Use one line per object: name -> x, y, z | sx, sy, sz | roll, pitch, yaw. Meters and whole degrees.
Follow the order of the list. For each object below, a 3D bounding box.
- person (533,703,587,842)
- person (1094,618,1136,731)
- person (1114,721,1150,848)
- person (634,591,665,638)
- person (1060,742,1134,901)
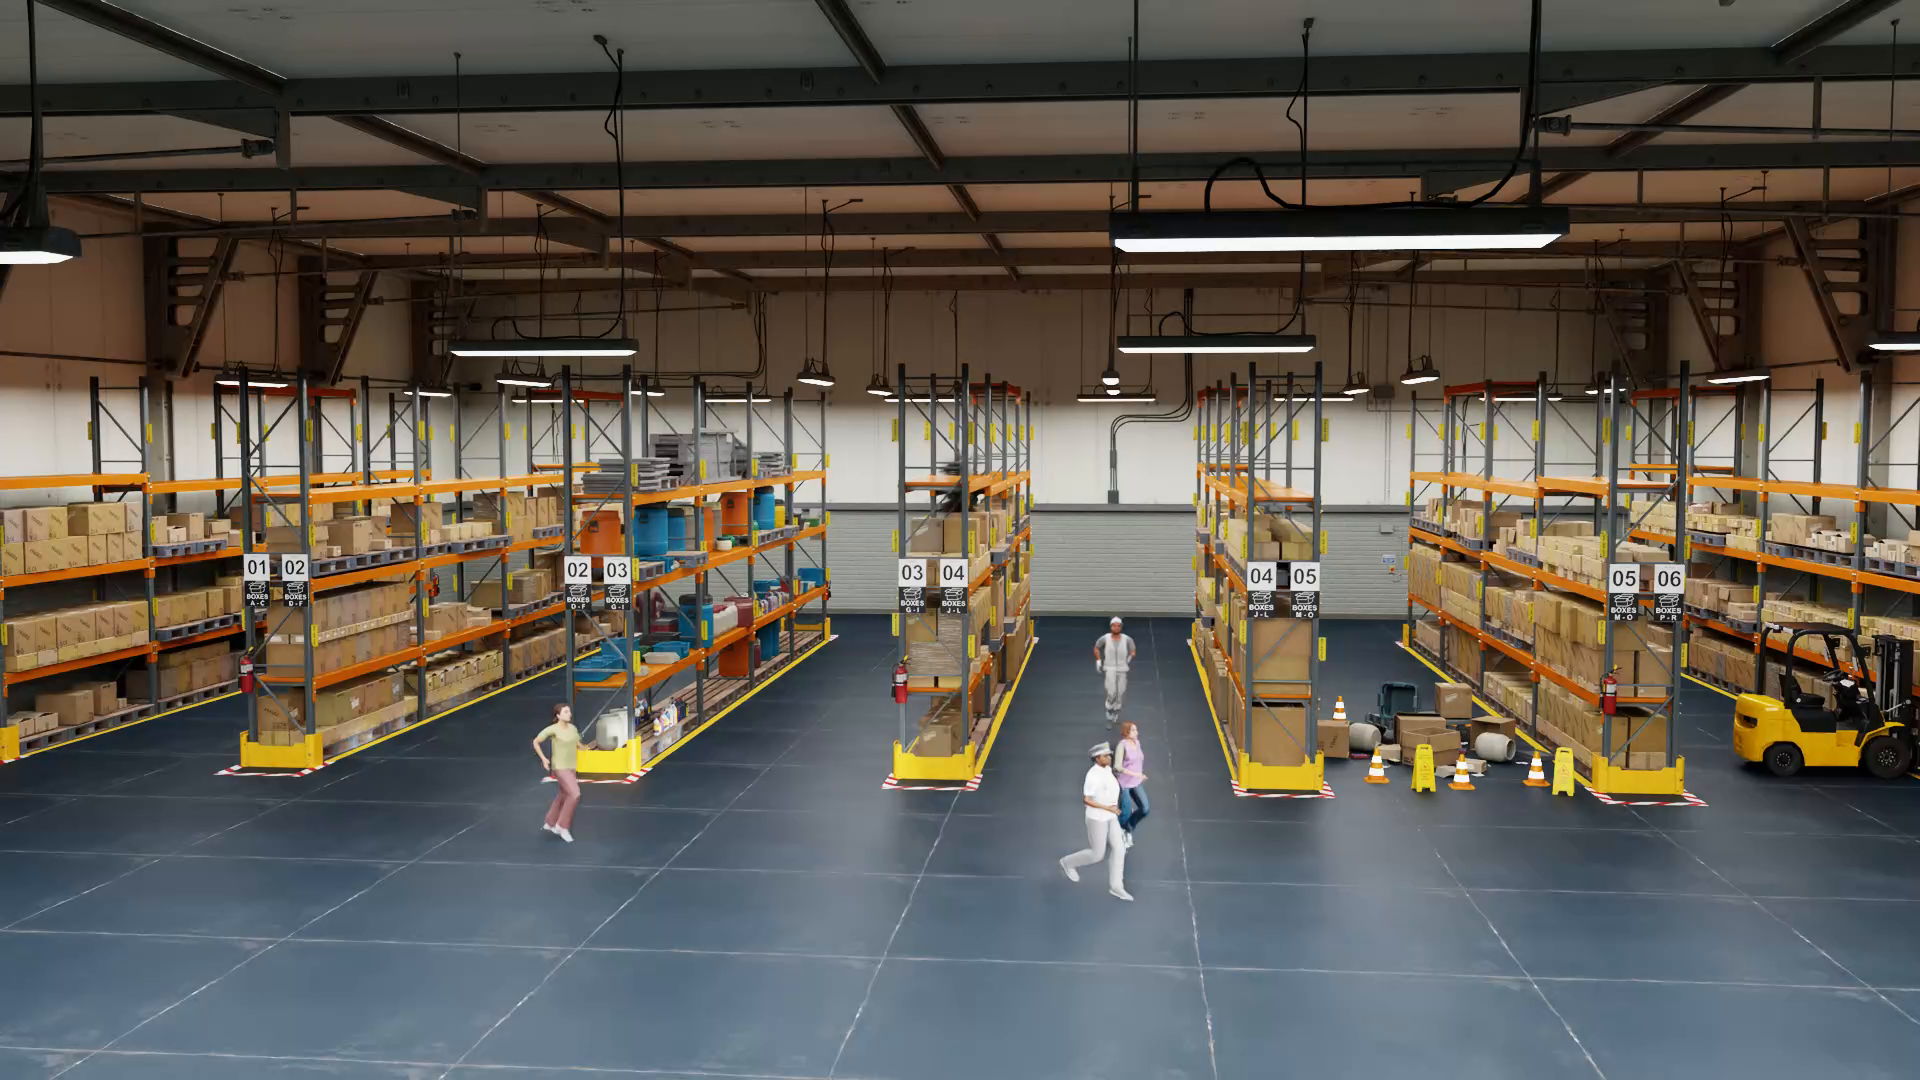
person -> -4.888, 2.852, 20.503 | 0.701, 1.698, 0.548 | 2, 4, 26
person -> 2.519, 2.153, 26.758 | 0.642, 1.815, 0.735 | 0, 4, -5
person -> 2.055, 2.943, 19.860 | 0.572, 1.540, 0.605 | -3, 5, -43
person -> -6.857, 1.787, 36.489 | 0.681, 1.796, 0.774 | 0, 4, 1
person -> 1.502, 3.016, 18.010 | 0.859, 1.700, 0.579 | 3, 4, 35
